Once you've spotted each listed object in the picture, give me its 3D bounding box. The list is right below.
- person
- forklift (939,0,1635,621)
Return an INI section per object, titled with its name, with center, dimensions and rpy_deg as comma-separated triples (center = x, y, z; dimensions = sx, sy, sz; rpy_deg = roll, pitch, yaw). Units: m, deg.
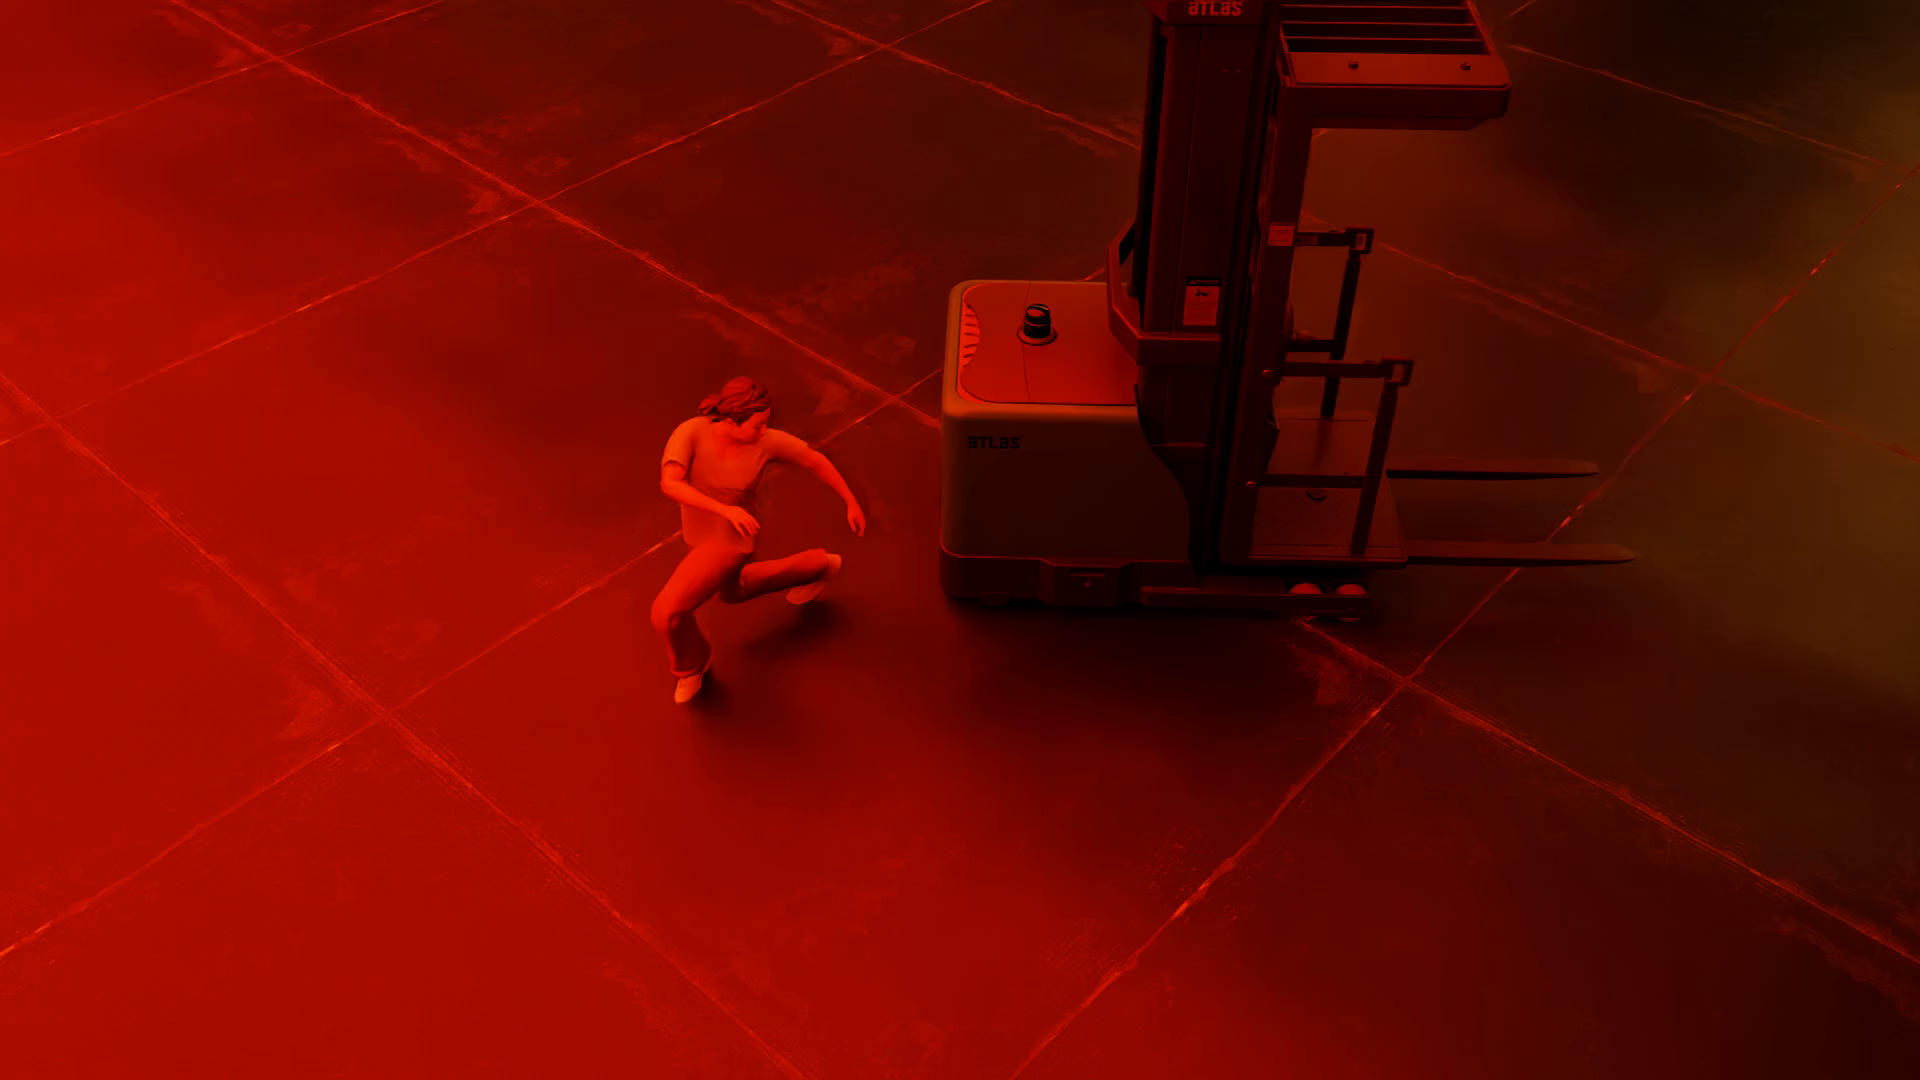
[person]
center = -0.828, -0.036, 6.683
dimensions = 0.652, 1.448, 0.943
rpy_deg = 23, 46, 24
[forklift]
center = 1.439, -1.112, 6.724
dimensions = 3.031, 2.935, 1.130
rpy_deg = 1, 41, 2
